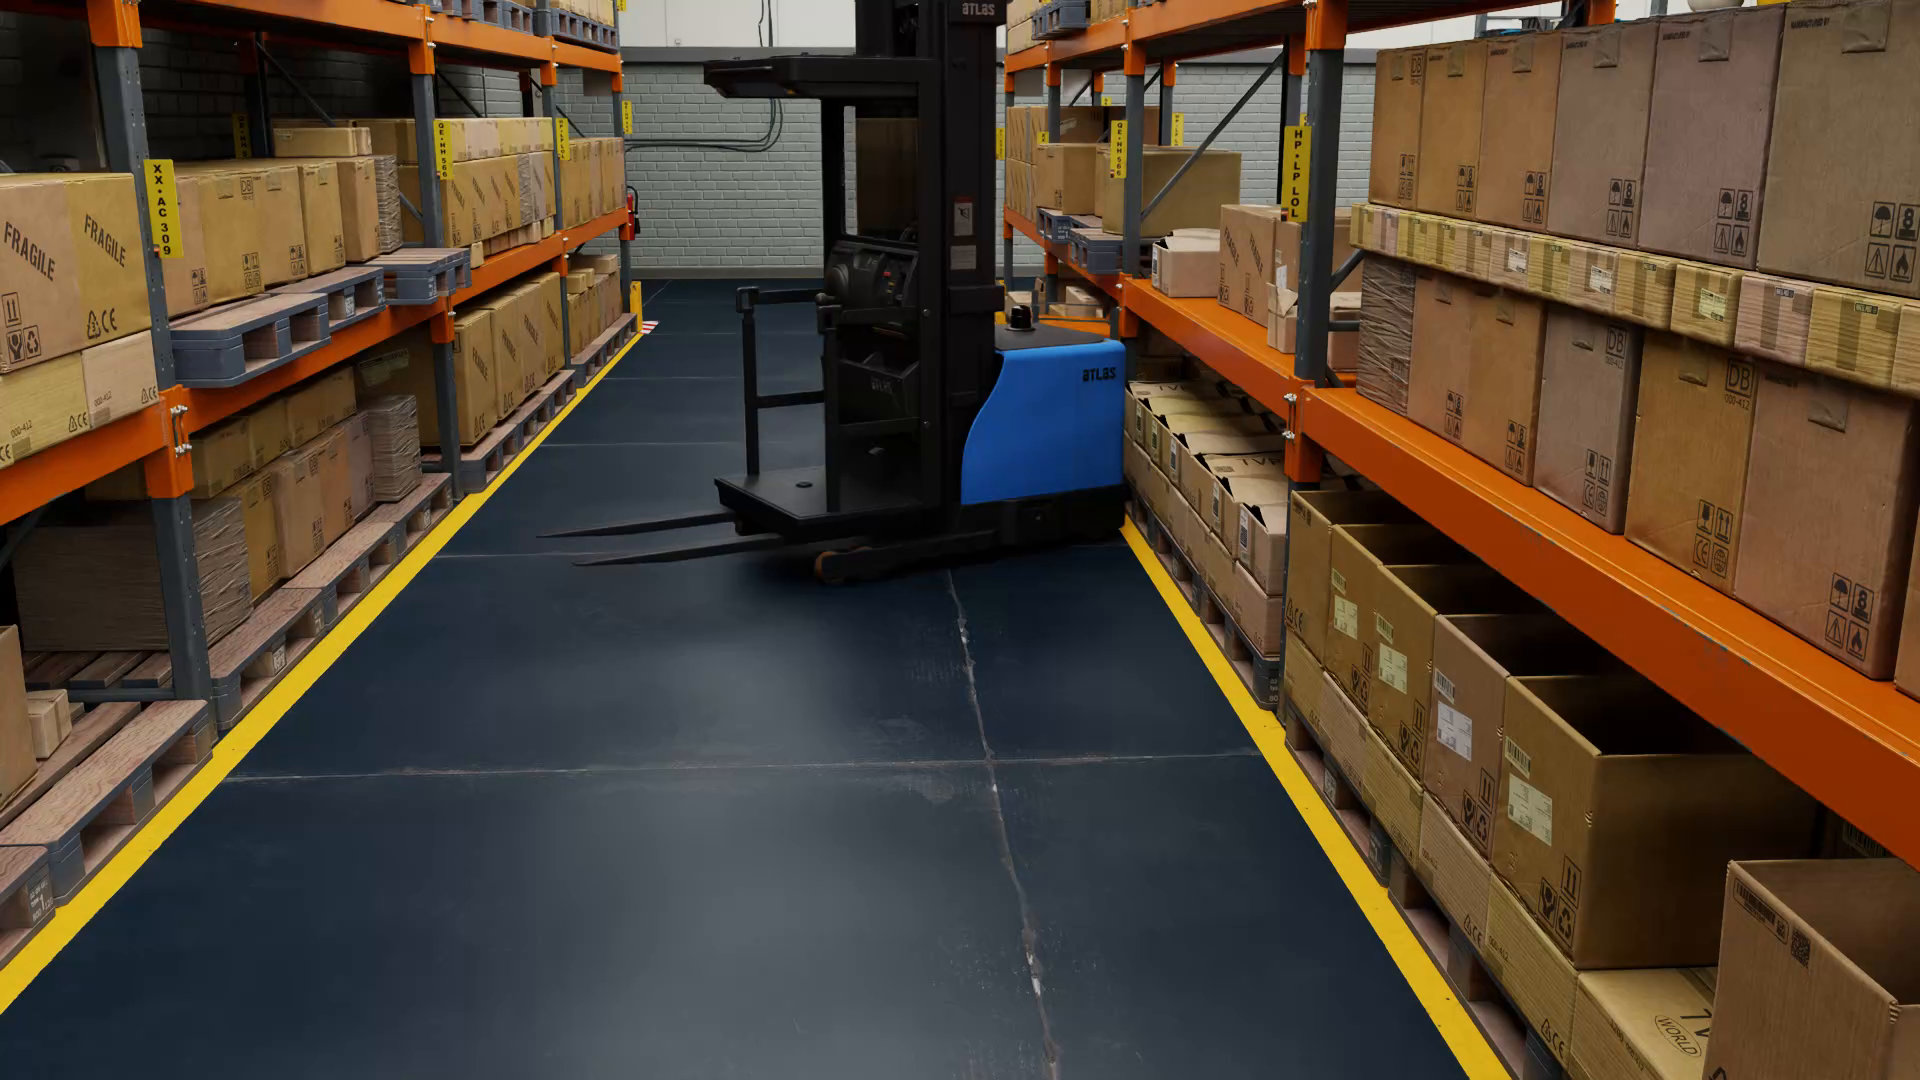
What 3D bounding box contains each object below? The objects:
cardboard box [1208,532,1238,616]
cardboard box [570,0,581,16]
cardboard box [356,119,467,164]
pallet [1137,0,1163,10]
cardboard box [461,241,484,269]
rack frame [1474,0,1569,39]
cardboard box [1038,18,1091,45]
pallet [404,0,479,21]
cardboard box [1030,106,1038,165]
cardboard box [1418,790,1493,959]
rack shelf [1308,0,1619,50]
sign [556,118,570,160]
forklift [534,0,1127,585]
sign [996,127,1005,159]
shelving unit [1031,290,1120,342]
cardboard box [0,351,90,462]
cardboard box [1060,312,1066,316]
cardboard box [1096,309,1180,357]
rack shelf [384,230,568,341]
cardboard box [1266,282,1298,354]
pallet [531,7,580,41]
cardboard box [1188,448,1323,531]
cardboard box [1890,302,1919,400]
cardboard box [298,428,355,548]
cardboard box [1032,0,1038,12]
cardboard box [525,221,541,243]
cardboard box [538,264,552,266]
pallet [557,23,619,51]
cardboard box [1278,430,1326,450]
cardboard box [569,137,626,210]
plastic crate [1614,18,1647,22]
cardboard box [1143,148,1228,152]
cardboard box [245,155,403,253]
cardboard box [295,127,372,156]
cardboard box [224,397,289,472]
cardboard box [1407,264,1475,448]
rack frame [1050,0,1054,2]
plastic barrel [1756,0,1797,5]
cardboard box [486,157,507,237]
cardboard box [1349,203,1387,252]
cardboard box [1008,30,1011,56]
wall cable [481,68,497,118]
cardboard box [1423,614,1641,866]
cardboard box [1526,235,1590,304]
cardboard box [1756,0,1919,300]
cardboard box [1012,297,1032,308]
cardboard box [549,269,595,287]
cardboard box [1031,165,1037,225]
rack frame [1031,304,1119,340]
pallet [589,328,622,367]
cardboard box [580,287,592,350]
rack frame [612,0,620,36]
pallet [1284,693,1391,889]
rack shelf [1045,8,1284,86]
[{"bbox_3d":[1.371,0.141,7.136,0.500,0.250,0.500,-1,14,-4],"label":"cardboard box"},{"bbox_3d":[-3.521,-4.610,14.162,0.500,0.250,0.500,-1,14,-5],"label":"cardboard box"},{"bbox_3d":[-3.249,-2.370,9.875,0.500,0.250,0.500,-1,14,-2],"label":"cardboard box"},{"bbox_3d":[1.599,-2.952,8.838,1.213,0.211,1.003,0,14,-1],"label":"pallet"},{"bbox_3d":[-3.205,-1.784,10.405,0.380,0.149,0.250,0,14,-2],"label":"cardboard box"},{"bbox_3d":[5.916,-6.728,17.118,1.000,3.000,0.127,-1,14,-3],"label":"rack frame"},{"bbox_3d":[0.924,-4.250,13.805,0.500,0.250,0.500,-1,14,-3],"label":"cardboard box"},{"bbox_3d":[-3.569,-3.201,9.807,1.213,0.211,1.003,0,14,-1],"label":"pallet"},{"bbox_3d":[0.895,-3.535,14.537,0.500,0.500,0.500,-1,14,-5],"label":"cardboard box"},{"bbox_3d":[1.530,0.858,4.346,0.500,0.250,0.500,-1,14,-3],"label":"cardboard box"},{"bbox_3d":[1.839,-1.370,3.755,1.077,0.370,4.000,-1,14,-3],"label":"rack shelf"},{"bbox_3d":[-3.183,-3.209,13.312,0.100,0.325,0.005,-1,14,-3],"label":"sign"},{"bbox_3d":[-0.635,-1.349,8.386,3.031,2.935,1.130,-8,17,-29],"label":"forklift"},{"bbox_3d":[0.430,-4.158,17.431,0.100,0.325,0.005,-1,14,-3],"label":"sign"},{"bbox_3d":[0.662,-0.914,10.207,0.538,1.125,1.048,3,13,2],"label":"shelving unit"},{"bbox_3d":[-2.874,-0.386,4.766,0.500,0.250,0.500,-1,14,-3],"label":"cardboard box"},{"bbox_3d":[1.050,-1.499,12.965,0.500,0.500,0.500,-1,14,-3],"label":"cardboard box"},{"bbox_3d":[1.167,-1.367,10.946,0.500,0.250,0.500,0,14,-1],"label":"cardboard box"},{"bbox_3d":[-3.600,-1.830,11.561,1.077,0.370,4.000,-1,14,-3],"label":"rack shelf"},{"bbox_3d":[1.477,-0.914,6.828,0.396,0.266,0.258,-1,14,-5],"label":"cardboard box"},{"bbox_3d":[-3.765,-4.289,13.833,1.003,0.211,1.213,-1,14,-3],"label":"pallet"},{"bbox_3d":[1.337,-0.256,7.552,0.500,0.311,0.500,-1,14,-4],"label":"cardboard box"},{"bbox_3d":[1.732,-0.288,2.624,0.380,0.149,0.250,-1,14,-2],"label":"cardboard box"},{"bbox_3d":[-3.405,-0.252,8.119,0.700,0.500,0.500,-1,14,-4],"label":"cardboard box"},{"bbox_3d":[0.891,-4.616,14.225,0.500,0.250,0.500,-1,14,-3],"label":"cardboard box"},{"bbox_3d":[-3.336,-2.291,12.376,0.380,0.149,0.250,-1,14,-3],"label":"cardboard box"},{"bbox_3d":[-3.956,-2.517,15.662,0.380,0.149,0.250,-1,14,-3],"label":"cardboard box"},{"bbox_3d":[-3.916,-4.896,16.192,1.003,0.211,1.213,-1,14,-3],"label":"pallet"},{"bbox_3d":[1.842,-0.395,8.094,0.500,0.311,0.500,0,14,-2],"label":"cardboard box"},{"bbox_3d":[-3.931,-3.689,16.741,0.980,0.700,0.700,0,14,-1],"label":"cardboard box"},{"bbox_3d":[5.789,-4.421,14.507,0.416,0.233,0.300,-1,14,-3],"label":"plastic crate"},{"bbox_3d":[1.450,-2.395,11.272,0.700,0.500,0.500,2,15,7],"label":"cardboard box"},{"bbox_3d":[-3.437,-1.825,9.017,0.700,0.500,0.500,-3,15,-10],"label":"cardboard box"},{"bbox_3d":[-3.425,-2.171,9.059,0.380,0.149,0.250,-3,15,-11],"label":"cardboard box"},{"bbox_3d":[-3.358,-0.473,7.474,0.500,0.250,0.500,-1,14,-5],"label":"cardboard box"},{"bbox_3d":[1.788,-0.570,5.022,0.700,0.500,0.500,-1,14,-4],"label":"cardboard box"},{"bbox_3d":[1.220,-5.658,12.958,1.000,3.000,0.127,-1,14,-3],"label":"rack frame"},{"bbox_3d":[6.423,-4.352,12.680,0.600,0.588,0.600,0,14,0],"label":"plastic barrel"},{"bbox_3d":[-3.304,-2.261,10.958,0.500,0.500,0.500,-1,14,-4],"label":"cardboard box"},{"bbox_3d":[1.539,-1.056,5.608,0.380,0.149,0.250,-1,14,-4],"label":"cardboard box"},{"bbox_3d":[0.750,-4.996,16.705,0.500,0.250,0.500,-1,14,-3],"label":"cardboard box"},{"bbox_3d":[-4.996,-4.466,18.325,0.084,1.984,1.851,-1,14,-3],"label":"wall cable"},{"bbox_3d":[1.527,0.495,4.253,0.500,0.500,0.500,-1,14,-3],"label":"cardboard box"},{"bbox_3d":[1.638,-0.671,4.111,0.380,0.149,0.250,-1,14,-4],"label":"cardboard box"},{"bbox_3d":[1.906,-0.705,2.943,0.700,0.500,0.500,-1,14,-5],"label":"cardboard box"},{"bbox_3d":[0.784,-2.241,16.351,0.500,0.250,0.500,-1,14,-3],"label":"cardboard box"},{"bbox_3d":[-3.540,-2.388,15.159,0.380,0.149,0.250,-1,14,-5],"label":"cardboard box"},{"bbox_3d":[0.899,-3.050,14.659,0.500,0.500,0.500,0,14,-2],"label":"cardboard box"},{"bbox_3d":[0.641,-0.797,9.713,0.500,1.125,0.032,3,13,2],"label":"rack frame"},{"bbox_3d":[-3.772,-1.819,15.674,1.003,0.211,1.213,-1,14,-3],"label":"pallet"},{"bbox_3d":[-3.696,-1.981,14.879,0.700,0.500,0.500,-1,14,-4],"label":"cardboard box"},{"bbox_3d":[-3.972,-6.576,16.524,1.000,3.000,0.127,-1,14,-3],"label":"rack frame"},{"bbox_3d":[1.723,0.786,5.549,1.003,0.211,1.213,-1,14,-3],"label":"pallet"},{"bbox_3d":[1.343,-3.360,11.488,1.077,0.370,4.000,-1,14,-3],"label":"rack shelf"}]
